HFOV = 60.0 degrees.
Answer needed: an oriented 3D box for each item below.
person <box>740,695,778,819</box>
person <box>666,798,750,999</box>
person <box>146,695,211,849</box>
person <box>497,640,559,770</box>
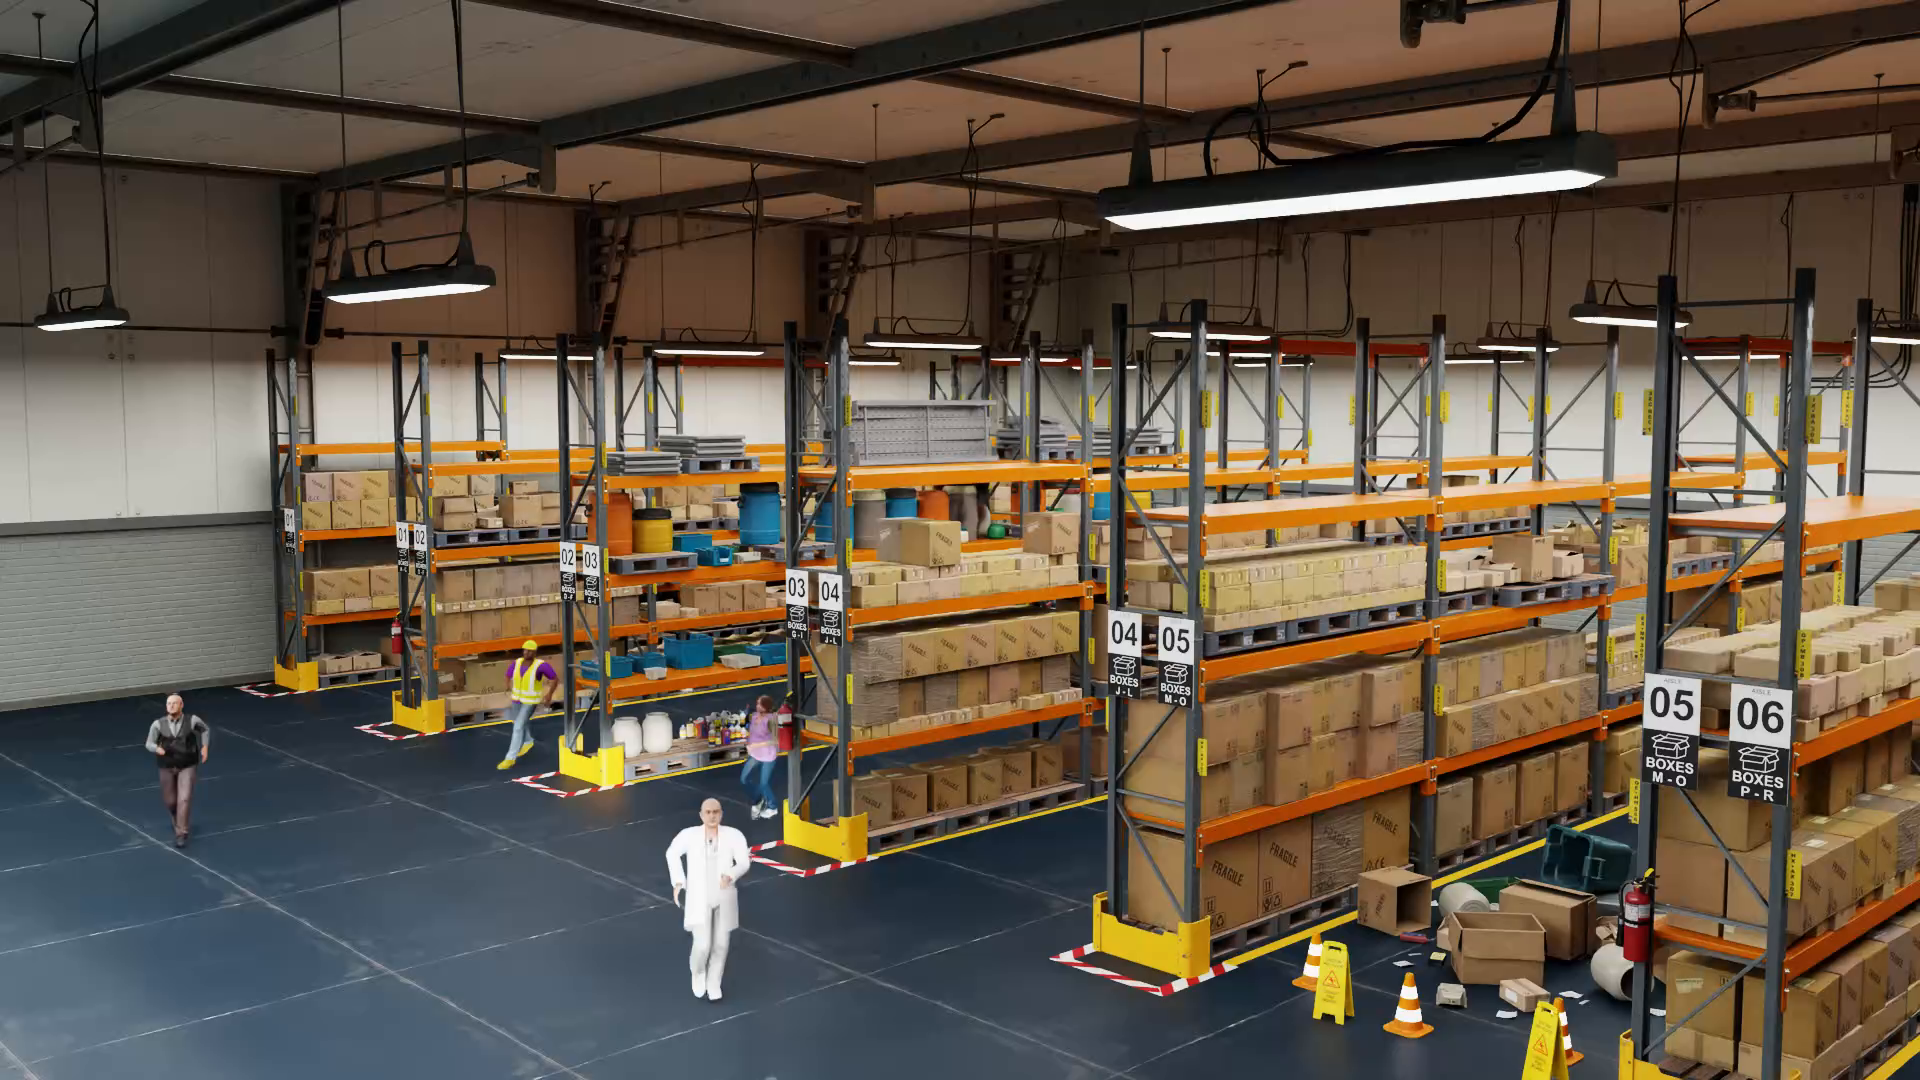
[{"bbox_3d":[-2.397,2.635,20.165,0.513,1.553,0.622,4,6,36],"label":"person"},{"bbox_3d":[-2.115,3.088,14.106,0.690,1.697,0.672,-1,5,-15],"label":"person"},{"bbox_3d":[-9.027,2.629,19.195,0.672,1.681,1.054,-2,5,-18],"label":"person"},{"bbox_3d":[-6.081,2.269,23.258,0.758,1.752,0.957,2,5,21],"label":"person"}]
